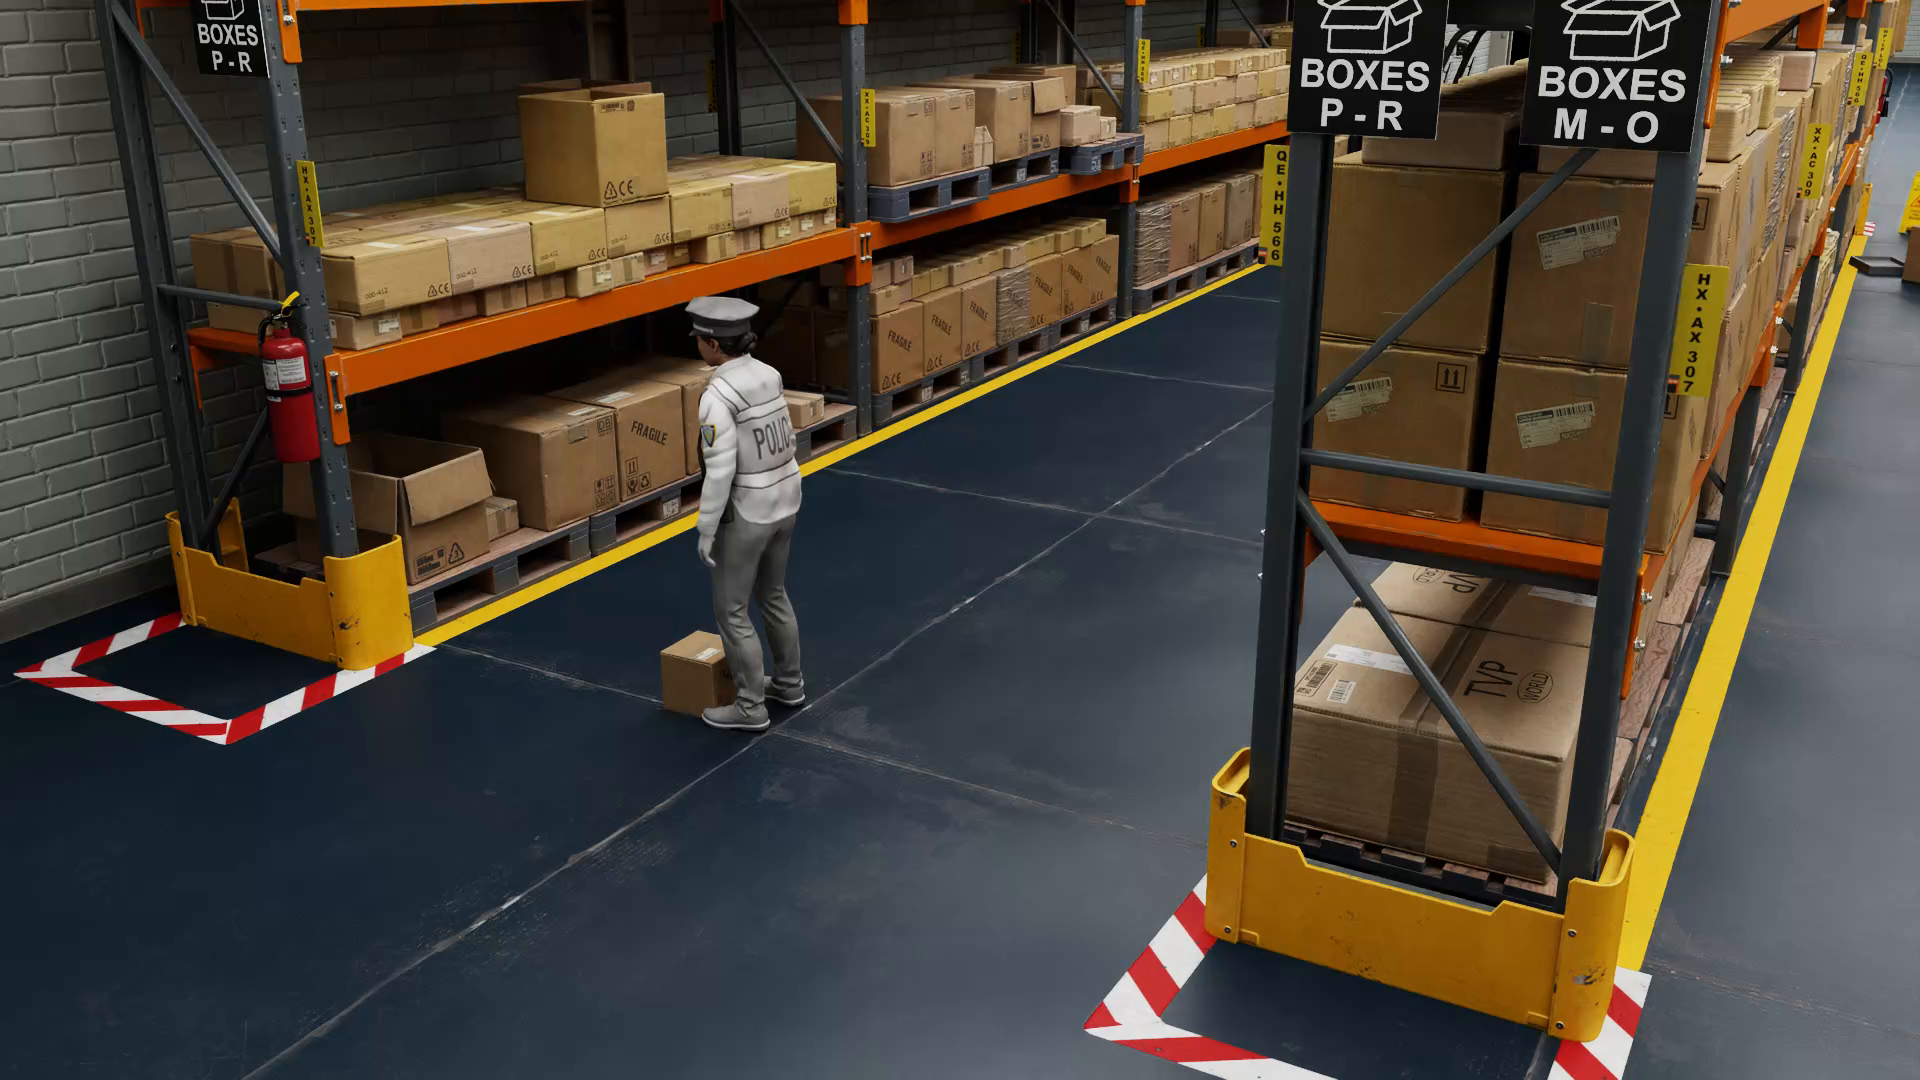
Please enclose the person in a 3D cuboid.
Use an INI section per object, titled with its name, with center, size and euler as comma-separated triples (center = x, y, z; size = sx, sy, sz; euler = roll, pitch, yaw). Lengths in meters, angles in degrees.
[person]
center = -0.809, -0.087, 6.308
size = 0.377, 1.663, 0.539
euler = 10, 22, 26
